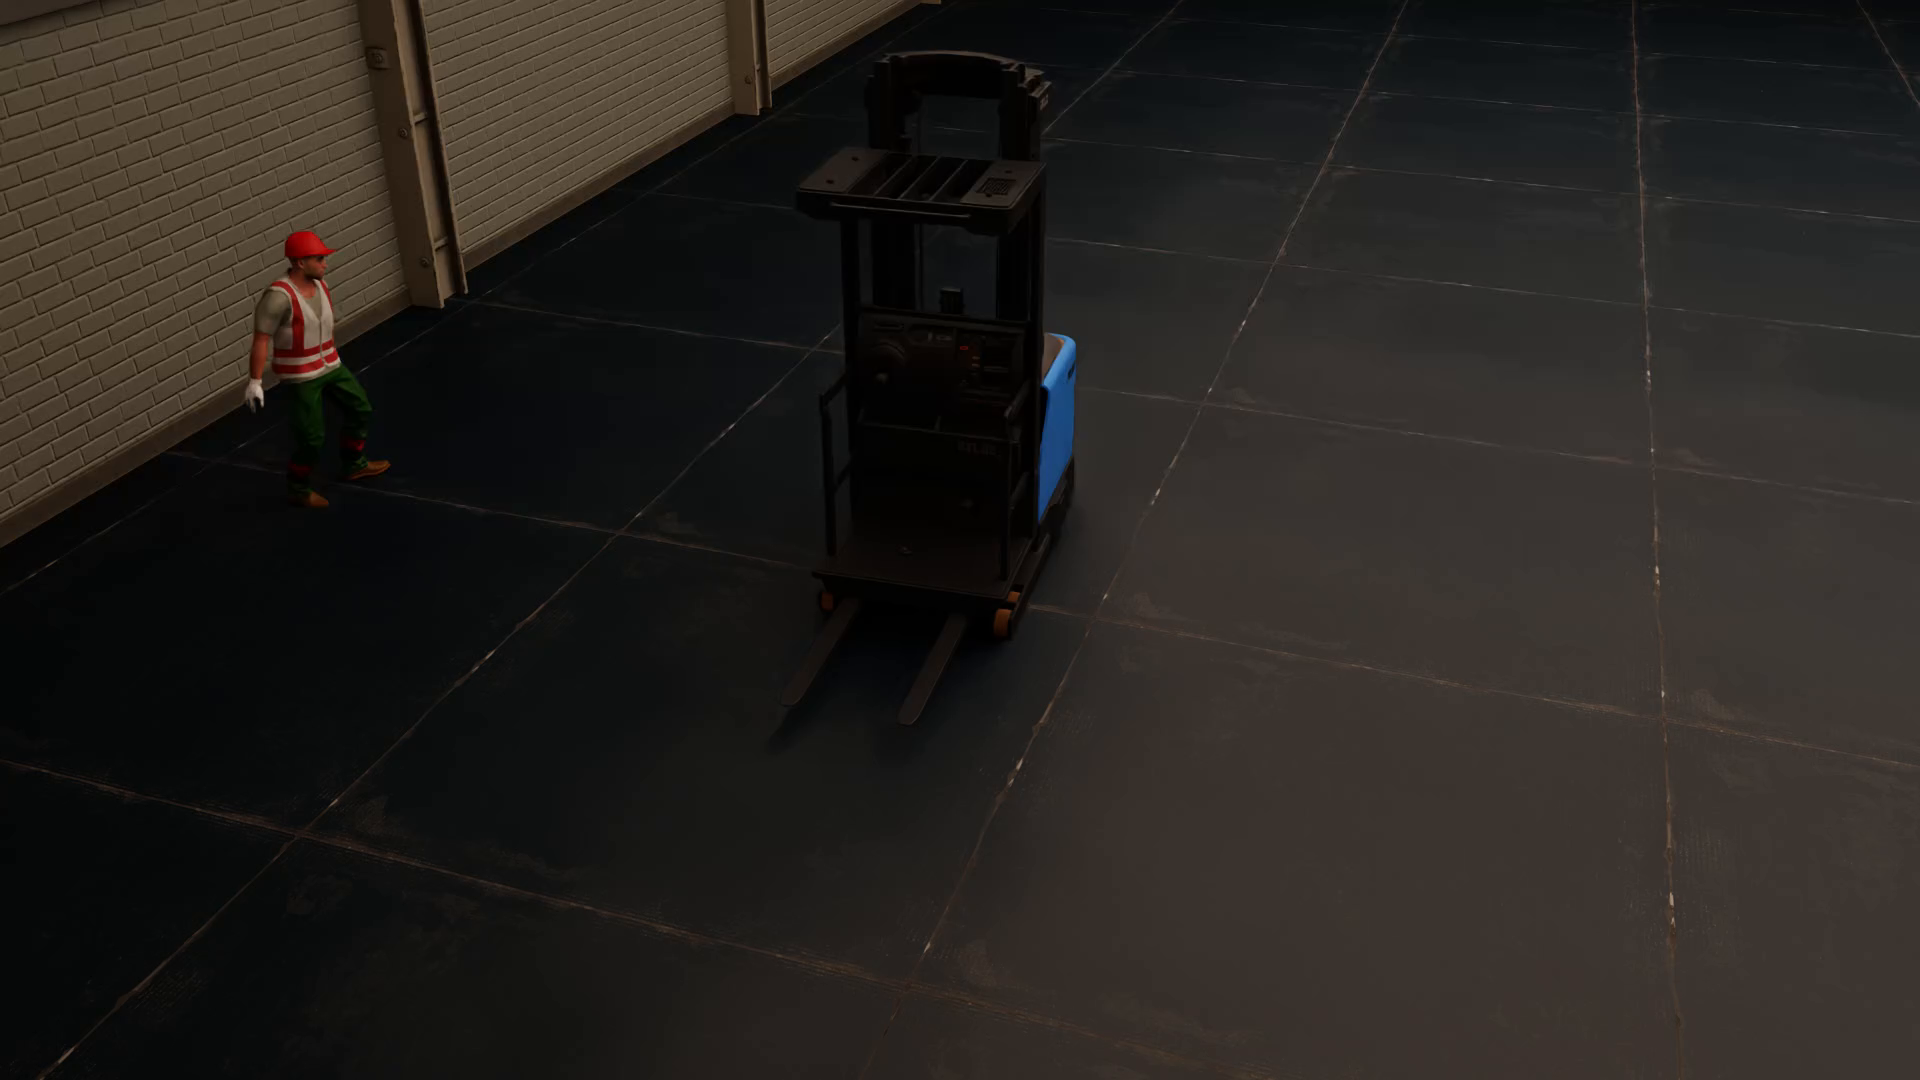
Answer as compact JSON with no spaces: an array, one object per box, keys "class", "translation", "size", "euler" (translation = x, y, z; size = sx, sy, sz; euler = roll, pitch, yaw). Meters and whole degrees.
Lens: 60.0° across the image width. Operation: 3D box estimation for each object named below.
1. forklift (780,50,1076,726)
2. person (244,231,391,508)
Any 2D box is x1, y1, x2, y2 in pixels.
[{"class":"forklift","translation":[-0.164,-0.946,8.796],"size":[1.130,2.935,3.031],"euler":[8,31,13]},{"class":"person","translation":[-3.985,-1.024,10.176],"size":[0.465,1.749,0.887],"euler":[12,32,20]}]
